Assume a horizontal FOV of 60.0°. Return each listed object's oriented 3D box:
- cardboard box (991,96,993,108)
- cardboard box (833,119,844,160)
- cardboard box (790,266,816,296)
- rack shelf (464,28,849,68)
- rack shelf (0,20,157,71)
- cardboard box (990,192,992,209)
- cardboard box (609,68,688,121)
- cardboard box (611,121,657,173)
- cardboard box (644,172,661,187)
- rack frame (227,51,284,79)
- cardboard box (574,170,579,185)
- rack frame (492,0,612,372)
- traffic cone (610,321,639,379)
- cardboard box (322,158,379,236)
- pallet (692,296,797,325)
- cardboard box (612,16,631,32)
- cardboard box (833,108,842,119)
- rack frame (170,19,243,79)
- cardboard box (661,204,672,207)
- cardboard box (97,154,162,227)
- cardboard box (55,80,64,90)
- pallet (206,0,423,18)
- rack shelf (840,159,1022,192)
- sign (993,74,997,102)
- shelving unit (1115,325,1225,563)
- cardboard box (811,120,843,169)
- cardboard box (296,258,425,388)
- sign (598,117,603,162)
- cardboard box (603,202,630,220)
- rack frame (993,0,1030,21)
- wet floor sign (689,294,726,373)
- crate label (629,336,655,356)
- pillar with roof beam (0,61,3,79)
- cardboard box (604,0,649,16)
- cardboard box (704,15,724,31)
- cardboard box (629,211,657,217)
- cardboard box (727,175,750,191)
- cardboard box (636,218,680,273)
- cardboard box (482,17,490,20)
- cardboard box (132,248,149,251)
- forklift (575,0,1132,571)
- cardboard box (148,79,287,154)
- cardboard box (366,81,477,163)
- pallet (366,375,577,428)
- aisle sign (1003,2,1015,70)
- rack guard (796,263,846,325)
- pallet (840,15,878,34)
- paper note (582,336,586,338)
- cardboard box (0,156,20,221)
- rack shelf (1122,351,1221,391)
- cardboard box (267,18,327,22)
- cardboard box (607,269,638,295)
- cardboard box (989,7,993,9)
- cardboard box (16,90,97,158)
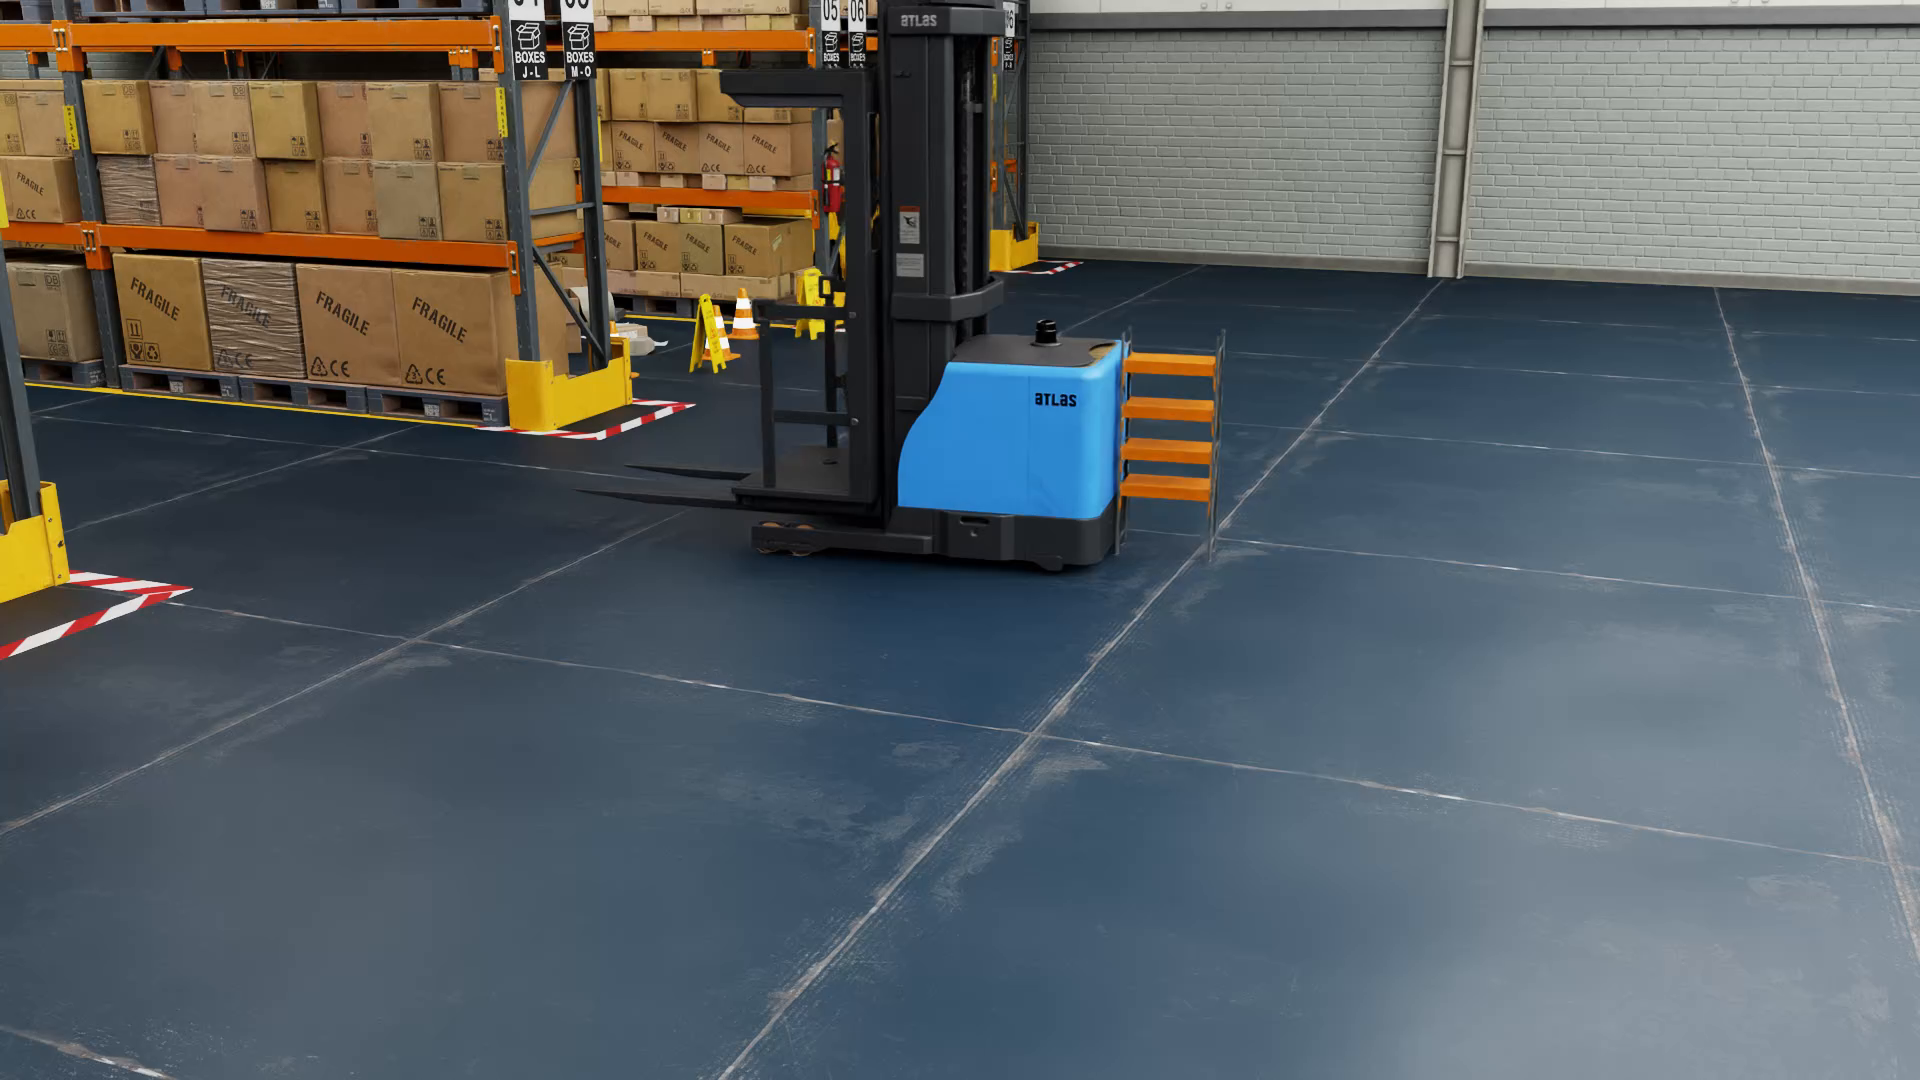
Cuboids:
[{"bbox_3d":[0.229,-5.442,20.663,0.250,0.149,0.380,6,17,21],"label":"cardboard box"},{"bbox_3d":[-1.343,-5.144,21.334,0.500,0.500,0.500,6,17,21],"label":"cardboard box"},{"bbox_3d":[-1.828,-2.705,17.291,0.500,0.250,0.500,6,17,20],"label":"cardboard box"},{"bbox_3d":[-3.039,-4.970,16.822,4.000,0.370,1.077,6,17,21],"label":"rack shelf"},{"bbox_3d":[-8.482,-4.085,13.773,4.000,0.370,1.077,6,17,21],"label":"rack shelf"},{"bbox_3d":[0.096,-4.285,20.940,0.500,0.250,0.500,7,18,22],"label":"cardboard box"},{"bbox_3d":[-3.127,-4.503,16.798,0.500,0.500,0.700,6,17,20],"label":"cardboard box"},{"bbox_3d":[-3.177,-4.006,16.880,0.500,0.500,0.500,6,17,21],"label":"cardboard box"},{"bbox_3d":[-3.020,-3.693,16.967,0.250,0.149,0.380,6,17,21],"label":"cardboard box"},{"bbox_3d":[-10.524,-6.185,25.099,0.127,3.000,1.000,6,17,21],"label":"rack frame"},{"bbox_3d":[-3.995,-3.777,17.254,0.250,0.149,0.380,7,18,22],"label":"cardboard box"},{"bbox_3d":[-2.901,-2.376,11.977,0.127,3.000,1.000,6,17,21],"label":"rack frame"},{"bbox_3d":[-2.874,-1.580,13.786,0.334,0.463,0.336,6,17,21],"label":"traffic cone"},{"bbox_3d":[-4.257,-2.614,12.530,0.550,0.550,0.875,6,17,21],"label":"cardboard box"},{"bbox_3d":[-1.992,-2.431,17.168,1.213,0.211,1.003,6,17,21],"label":"pallet"},{"bbox_3d":[-3.263,-5.145,16.587,0.250,0.149,0.380,6,17,21],"label":"cardboard box"},{"bbox_3d":[-1.451,-5.462,21.266,0.250,0.149,0.380,6,17,19],"label":"cardboard box"},{"bbox_3d":[-8.621,-4.488,19.254,0.127,3.000,1.000,6,17,21],"label":"rack frame"},{"bbox_3d":[-3.571,-4.479,22.726,0.625,0.625,0.875,7,18,23],"label":"cardboard box"},{"bbox_3d":[-6.274,-2.822,13.246,0.550,0.550,0.875,6,17,21],"label":"cardboard box"},{"bbox_3d":[-10.137,-5.104,19.403,0.500,0.500,0.500,6,17,21],"label":"cardboard box"},{"bbox_3d":[-4.734,-3.971,12.252,1.213,0.211,1.003,6,17,21],"label":"pallet"},{"bbox_3d":[-1.221,-4.817,21.676,4.000,0.370,1.077,6,17,21],"label":"rack shelf"},{"bbox_3d":[0.427,-5.488,20.196,0.005,0.325,0.100,6,17,21],"label":"sign"},{"bbox_3d":[1.103,-0.504,8.756,0.503,1.200,0.258,4,17,15],"label":"shelving unit"},{"bbox_3d":[-1.517,-3.981,16.794,0.500,0.500,0.500,6,17,20],"label":"cardboard box"},{"bbox_3d":[-4.375,-1.699,12.703,0.875,0.875,0.875,6,17,20],"label":"cardboard box"},{"bbox_3d":[-2.692,-2.973,12.339,0.005,0.325,0.100,6,17,21],"label":"sign"},{"bbox_3d":[-3.625,-3.394,17.156,0.250,0.149,0.380,7,18,24],"label":"cardboard box"},{"bbox_3d":[0.639,-7.839,20.034,0.127,3.000,1.000,6,17,21],"label":"rack frame"},{"bbox_3d":[-2.147,-1.756,14.064,0.232,0.644,0.267,3,17,11],"label":"wet floor sign"},{"bbox_3d":[-2.897,-1.746,14.943,0.298,0.136,0.250,-2,16,-8],"label":"crate label"},{"bbox_3d":[-18.002,-8.868,23.581,0.400,9.000,9.100,6,17,21],"label":"pillar with roof beam"},{"bbox_3d":[-3.176,-5.318,16.468,0.500,0.250,0.500,6,17,21],"label":"cardboard box"},{"bbox_3d":[-2.302,-5.050,16.259,0.250,0.149,0.380,6,17,21],"label":"cardboard box"},{"bbox_3d":[-3.302,-3.226,17.739,0.500,0.500,0.500,7,18,24],"label":"cardboard box"},{"bbox_3d":[-2.112,-3.561,16.510,0.250,0.149,0.380,6,17,20],"label":"cardboard box"},{"bbox_3d":[-2.973,-3.032,17.069,0.500,0.500,0.500,6,17,19],"label":"cardboard box"},{"bbox_3d":[-4.697,-5.302,17.129,0.250,0.149,0.380,6,17,20],"label":"cardboard box"},{"bbox_3d":[-9.233,-3.762,19.809,0.875,0.875,0.875,6,17,20],"label":"cardboard box"},{"bbox_3d":[-0.624,-1.456,8.930,3.031,2.935,1.130,4,17,15],"label":"forklift"},{"bbox_3d":[-5.737,-3.303,12.964,0.550,0.550,0.875,6,17,21],"label":"cardboard box"},{"bbox_3d":[-3.777,-3.047,12.082,0.550,0.550,0.875,6,17,21],"label":"cardboard box"},{"bbox_3d":[-3.673,-1.098,12.578,1.213,0.211,1.003,6,17,21],"label":"pallet"},{"bbox_3d":[0.593,-6.123,20.223,0.004,0.787,0.394,6,17,21],"label":"aisle sign"},{"bbox_3d":[-1.249,-2.477,16.810,0.348,0.500,1.175,6,17,21],"label":"rack guard"},{"bbox_3d":[-1.148,-6.559,21.165,1.213,0.211,1.003,6,17,21],"label":"pallet"},{"bbox_3d":[-3.523,-1.945,15.838,0.142,0.019,0.148,14,21,40],"label":"paper note"},{"bbox_3d":[-7.675,-2.869,13.496,0.500,0.500,0.500,6,17,20],"label":"cardboard box"},{"bbox_3d":[1.103,-0.881,8.647,0.480,0.148,0.258,4,17,15],"label":"rack shelf"},{"bbox_3d":[-7.191,-5.830,18.309,0.637,0.503,0.797,6,17,21],"label":"cardboard box"},{"bbox_3d":[-3.455,-2.725,17.357,0.500,0.250,0.500,6,17,20],"label":"cardboard box"},{"bbox_3d":[0.138,-6.678,20.304,0.500,0.500,0.500,7,18,22],"label":"cardboard box"},{"bbox_3d":[-7.086,-3.362,13.403,0.500,0.500,0.700,6,17,20],"label":"cardboard box"}]
